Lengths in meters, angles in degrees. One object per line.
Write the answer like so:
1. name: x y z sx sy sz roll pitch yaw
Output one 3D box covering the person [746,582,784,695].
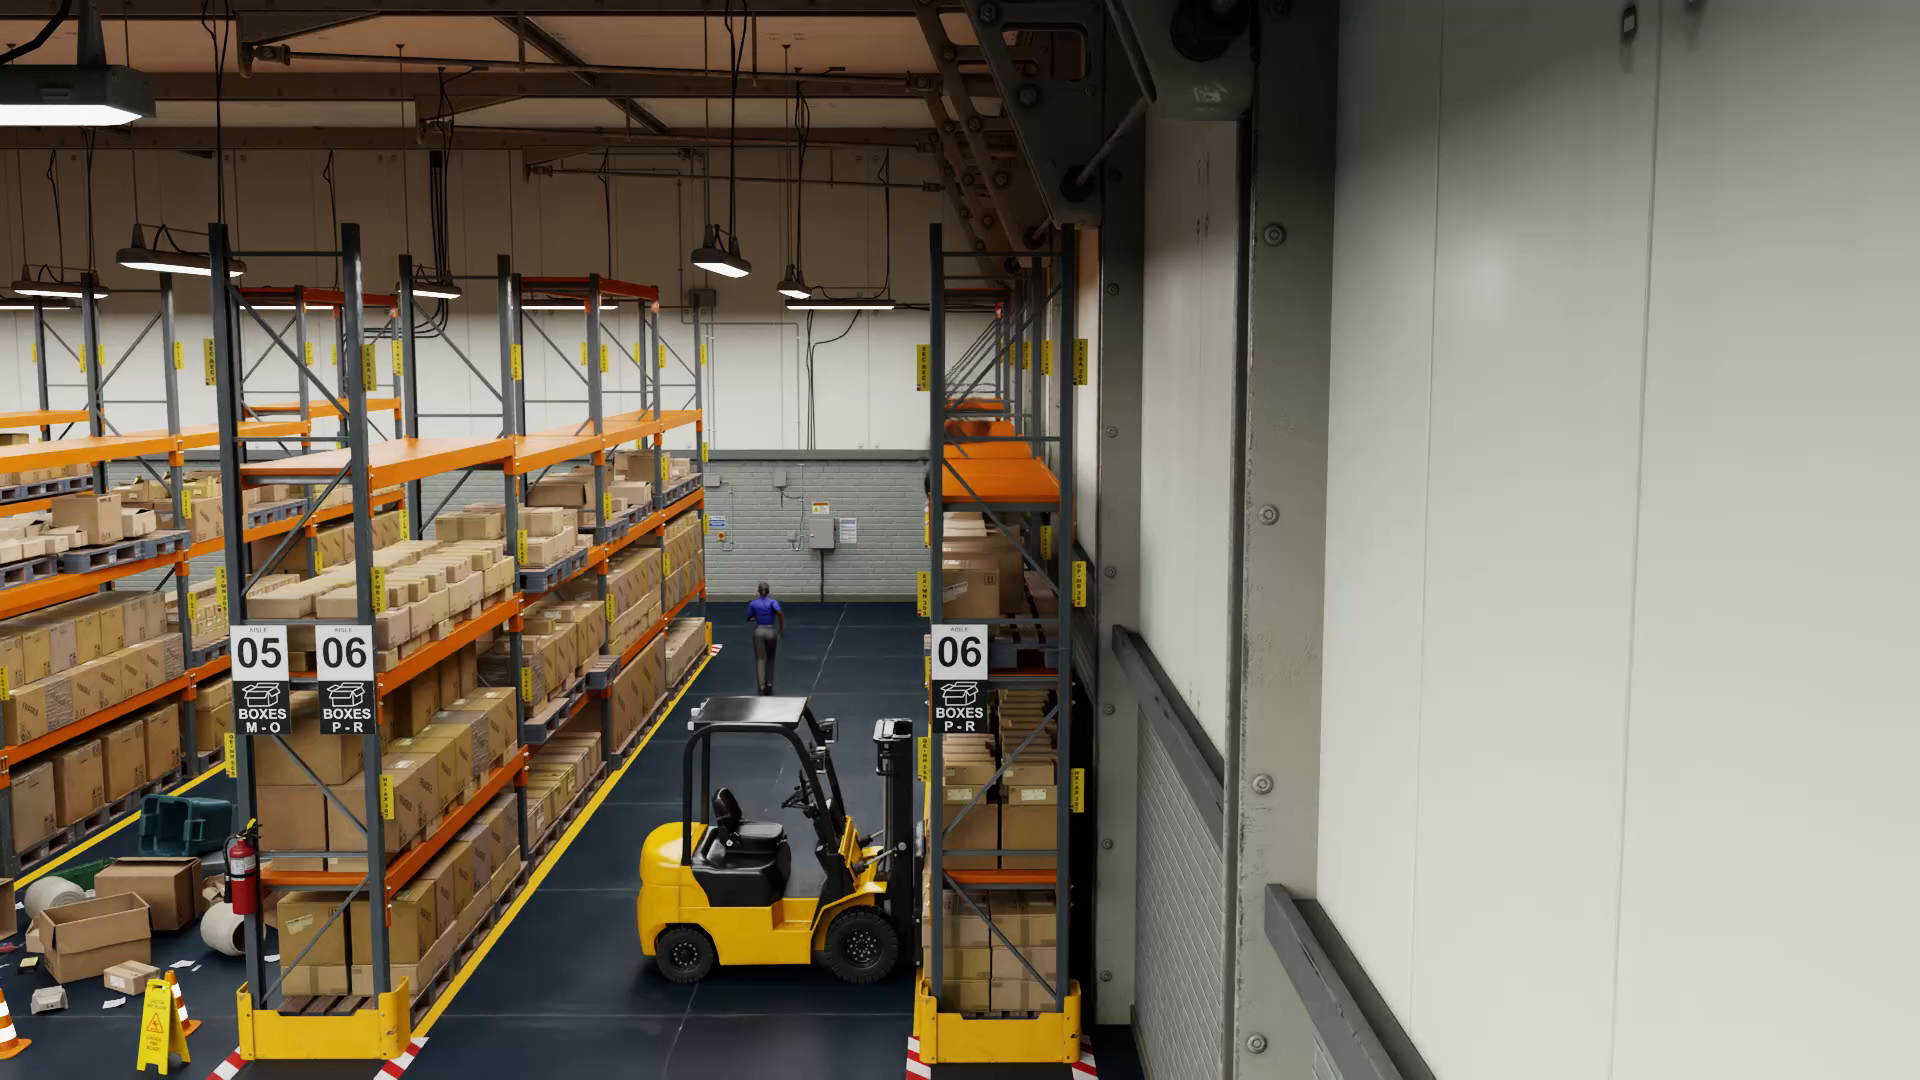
1. person: -2.882 1.473 24.569 0.547 1.704 0.846 -1 7 -9
